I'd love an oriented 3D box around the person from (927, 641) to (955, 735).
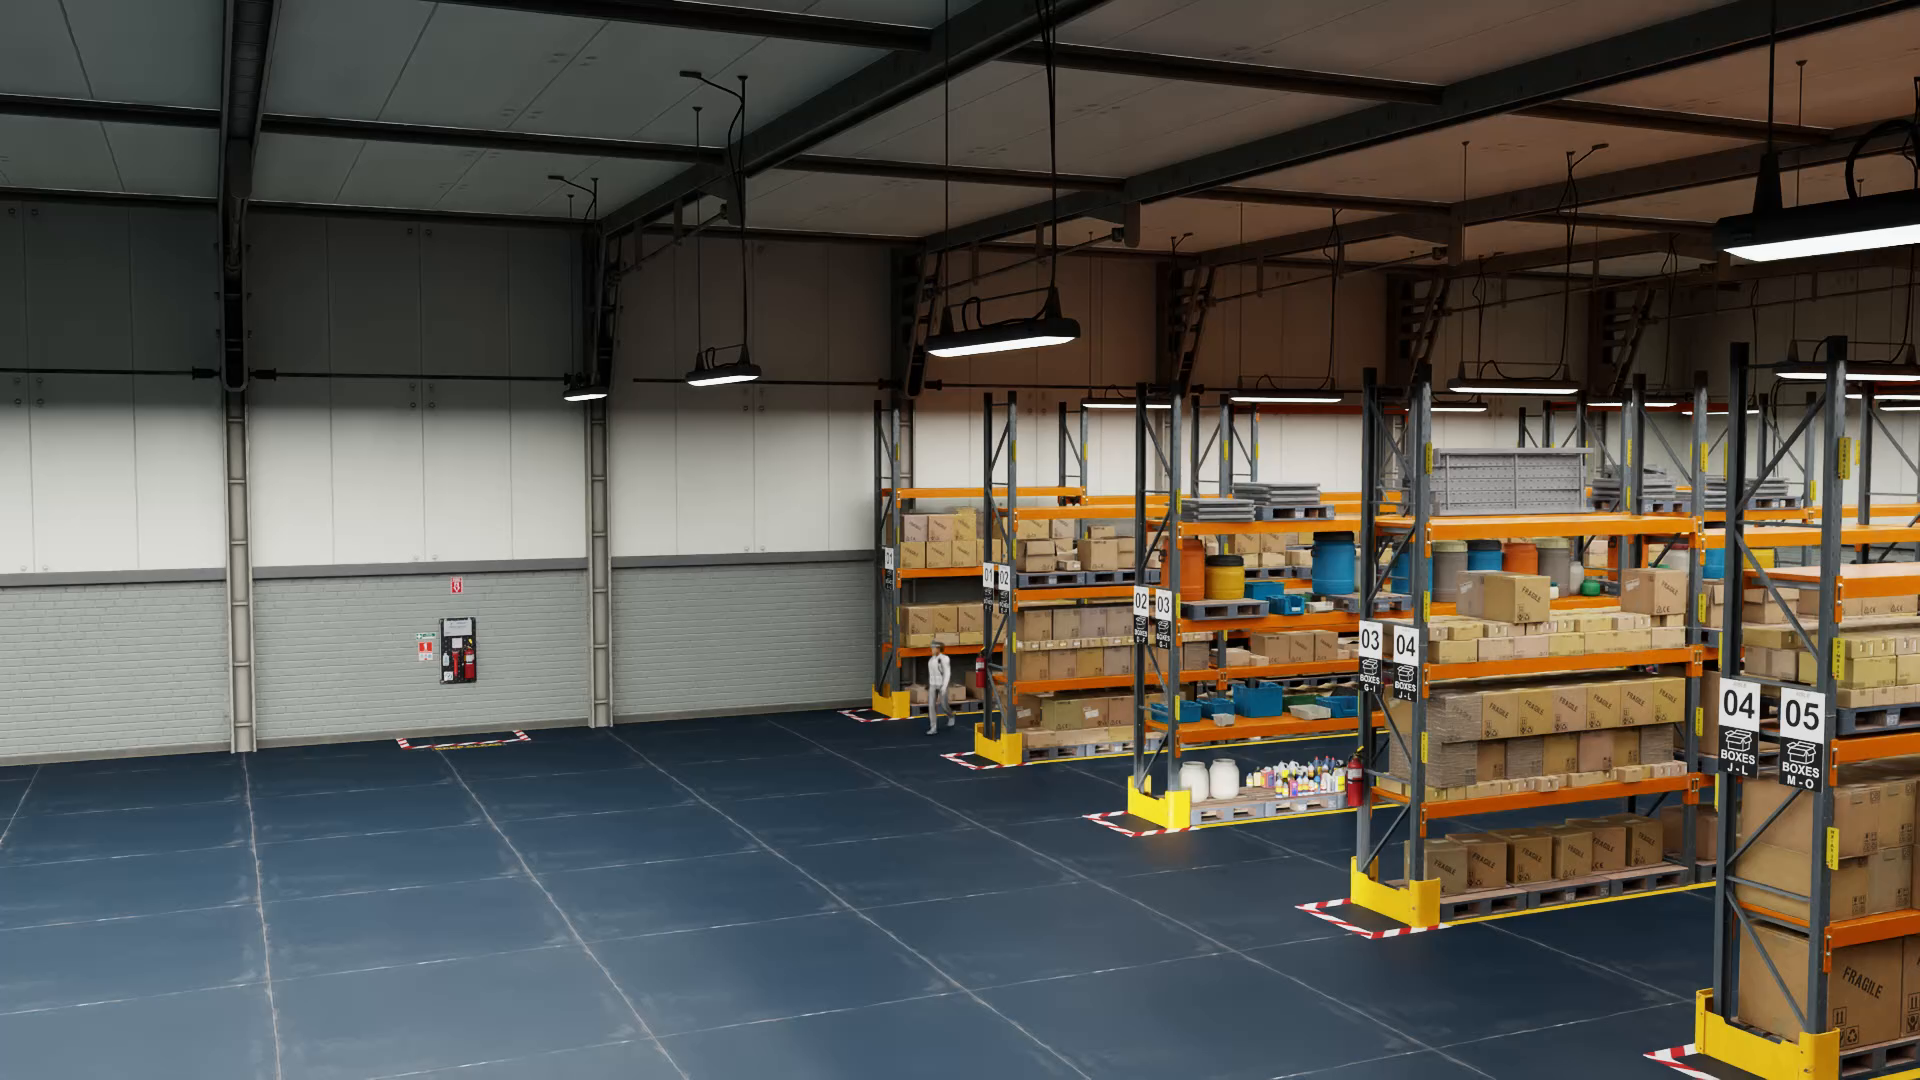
[{"bbox_3d":[-0.369,2.612,29.680,0.488,1.631,0.824,2,4,30],"label":"person"}]
